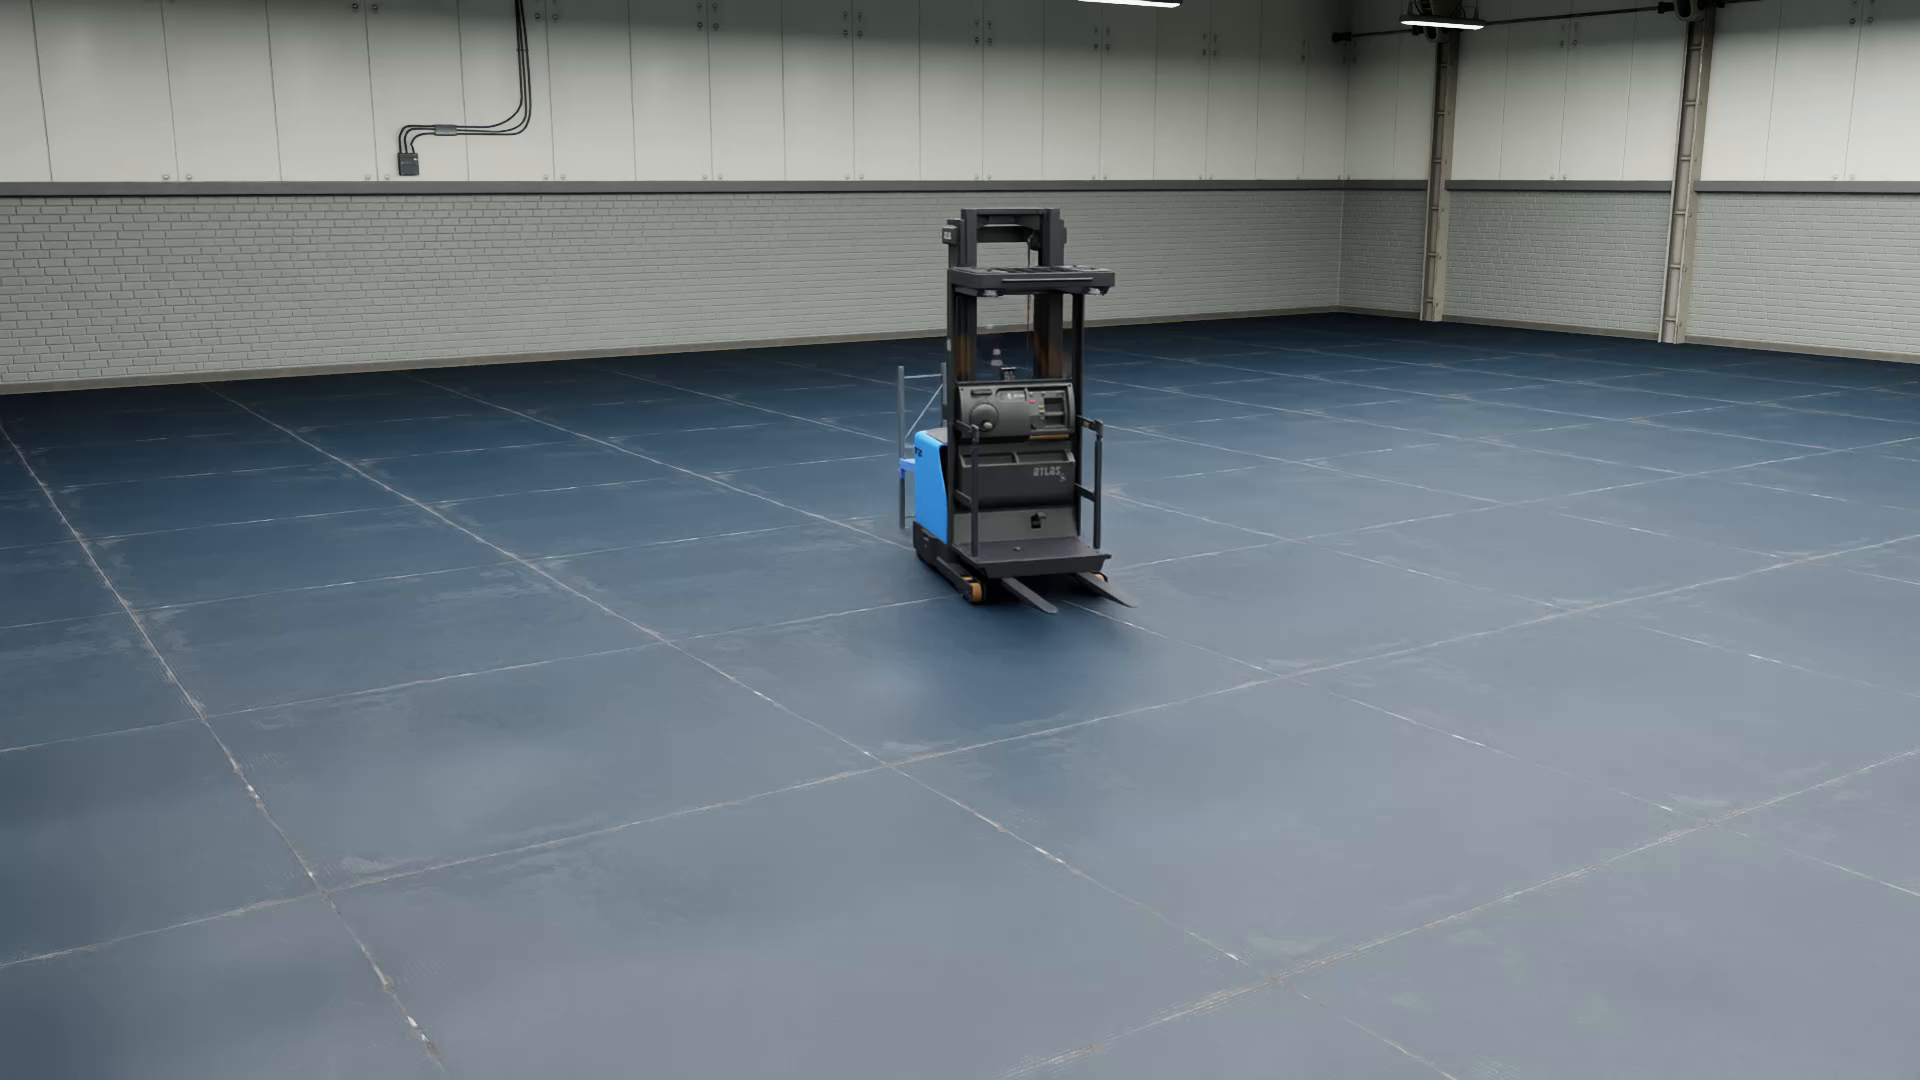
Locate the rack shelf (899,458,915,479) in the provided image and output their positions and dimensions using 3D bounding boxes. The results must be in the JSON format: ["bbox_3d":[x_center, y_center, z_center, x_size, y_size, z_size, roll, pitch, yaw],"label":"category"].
[{"bbox_3d":[-0.068,-0.595,14.913,0.538,0.185,1.000,-8,15,-32],"label":"rack shelf"}]

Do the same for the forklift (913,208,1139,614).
[{"bbox_3d":[0.508,-1.039,12.754,1.130,2.935,3.031,-4,13,-16],"label":"forklift"}]

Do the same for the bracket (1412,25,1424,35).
[{"bbox_3d":[10.080,-11.123,36.234,0.235,0.232,0.430,-8,15,-33],"label":"bracket"}]

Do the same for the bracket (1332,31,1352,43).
[{"bbox_3d":[8.767,-11.544,38.161,0.235,0.232,0.430,-8,15,-33],"label":"bracket"}]

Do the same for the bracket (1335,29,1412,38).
[{"bbox_3d":[9.095,-11.439,37.681,0.076,0.066,3.189,-8,15,-33],"label":"bracket"}]

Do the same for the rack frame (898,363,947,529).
[{"bbox_3d":[-0.342,-0.862,15.293,0.500,1.500,0.032,-8,15,-32],"label":"rack frame"}]

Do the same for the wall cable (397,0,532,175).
[{"bbox_3d":[-8.237,-9.067,27.297,2.305,6.003,0.169,-8,15,-33],"label":"wall cable"}]

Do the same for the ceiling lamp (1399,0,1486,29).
[{"bbox_3d":[8.617,-10.910,30.022,2.000,3.185,0.800,-8,15,-33],"label":"ceiling lamp"}]

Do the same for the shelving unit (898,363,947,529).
[{"bbox_3d":[-0.068,-0.771,14.875,0.538,1.500,1.048,-8,15,-32],"label":"shelving unit"}]

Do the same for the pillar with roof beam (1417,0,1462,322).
[{"bbox_3d":[7.022,-8.823,34.143,9.100,9.000,0.548,-8,15,-33],"label":"pillar with roof beam"}]

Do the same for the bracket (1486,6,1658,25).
[{"bbox_3d":[11.968,-10.517,33.464,0.076,0.066,4.783,-8,15,-33],"label":"bracket"}]

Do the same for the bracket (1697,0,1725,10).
[{"bbox_3d":[13.865,-9.908,30.679,0.235,0.232,0.430,-8,15,-33],"label":"bracket"}]

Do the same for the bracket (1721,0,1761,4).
[{"bbox_3d":[15.292,-9.450,28.584,0.076,0.066,4.783,-8,15,-33],"label":"bracket"}]

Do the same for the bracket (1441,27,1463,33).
[{"bbox_3d":[10.540,-10.975,35.559,0.235,0.232,0.430,-8,15,-33],"label":"bracket"}]

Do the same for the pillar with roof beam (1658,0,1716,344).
[{"bbox_3d":[10.346,-7.756,29.264,9.100,9.000,0.548,-8,15,-33],"label":"pillar with roof beam"}]

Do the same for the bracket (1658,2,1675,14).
[{"bbox_3d":[13.405,-10.056,31.354,0.235,0.232,0.430,-8,15,-33],"label":"bracket"}]

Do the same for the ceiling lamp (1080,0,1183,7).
[{"bbox_3d":[2.507,-10.041,26.049,2.000,3.185,0.800,-8,15,-33],"label":"ceiling lamp"}]
